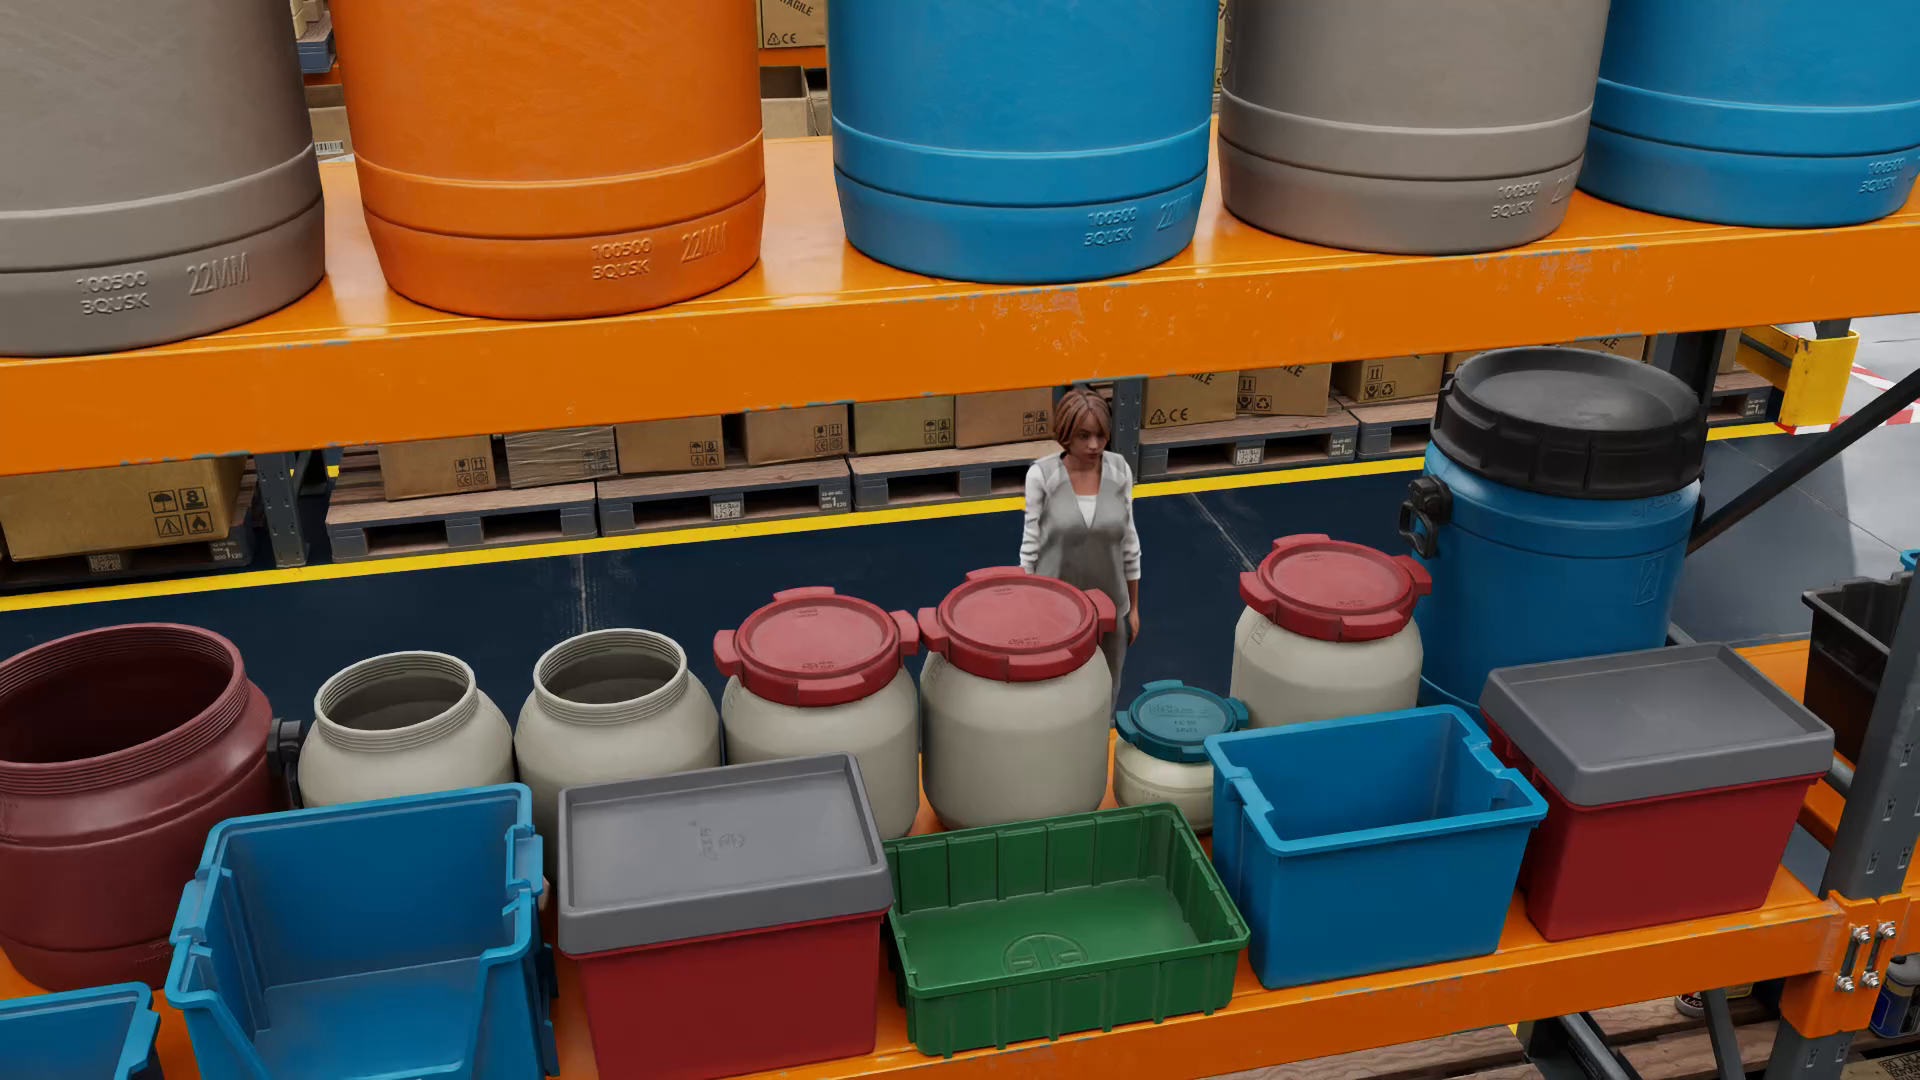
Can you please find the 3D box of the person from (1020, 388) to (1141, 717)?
[{"bbox_3d":[0.402,0.270,5.659,0.430,1.655,0.387,-6,28,-11],"label":"person"}]
